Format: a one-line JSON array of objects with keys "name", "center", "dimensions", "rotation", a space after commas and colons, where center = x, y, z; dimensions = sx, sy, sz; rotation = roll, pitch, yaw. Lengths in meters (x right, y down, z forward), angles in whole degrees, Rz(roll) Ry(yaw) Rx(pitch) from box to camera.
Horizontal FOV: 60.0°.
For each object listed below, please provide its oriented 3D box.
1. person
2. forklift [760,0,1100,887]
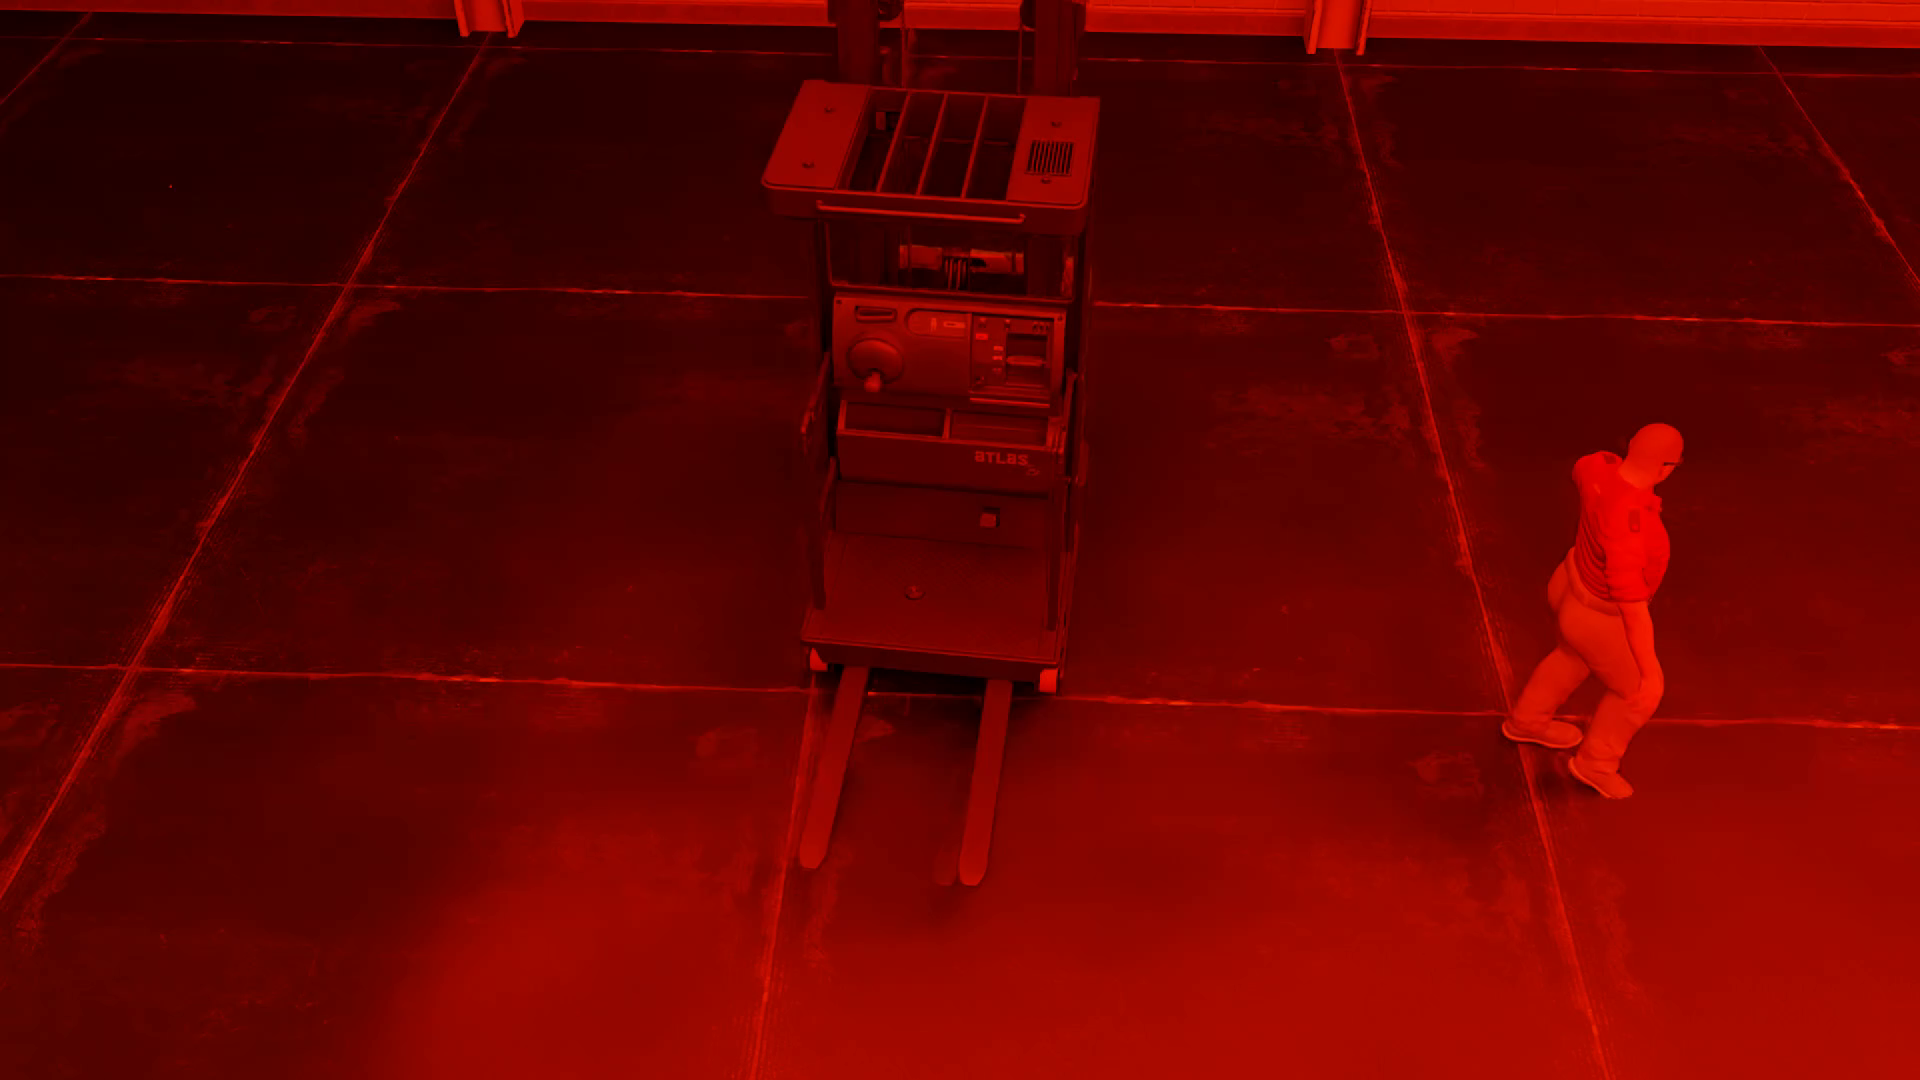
[{"name": "person", "center": [2.531, 0.276, 6.400], "dimensions": [0.507, 1.767, 0.962], "rotation": [2, 42, 2]}, {"name": "forklift", "center": [-0.072, -0.673, 6.480], "dimensions": [1.130, 2.935, 3.031], "rotation": [5, 43, 5]}]
